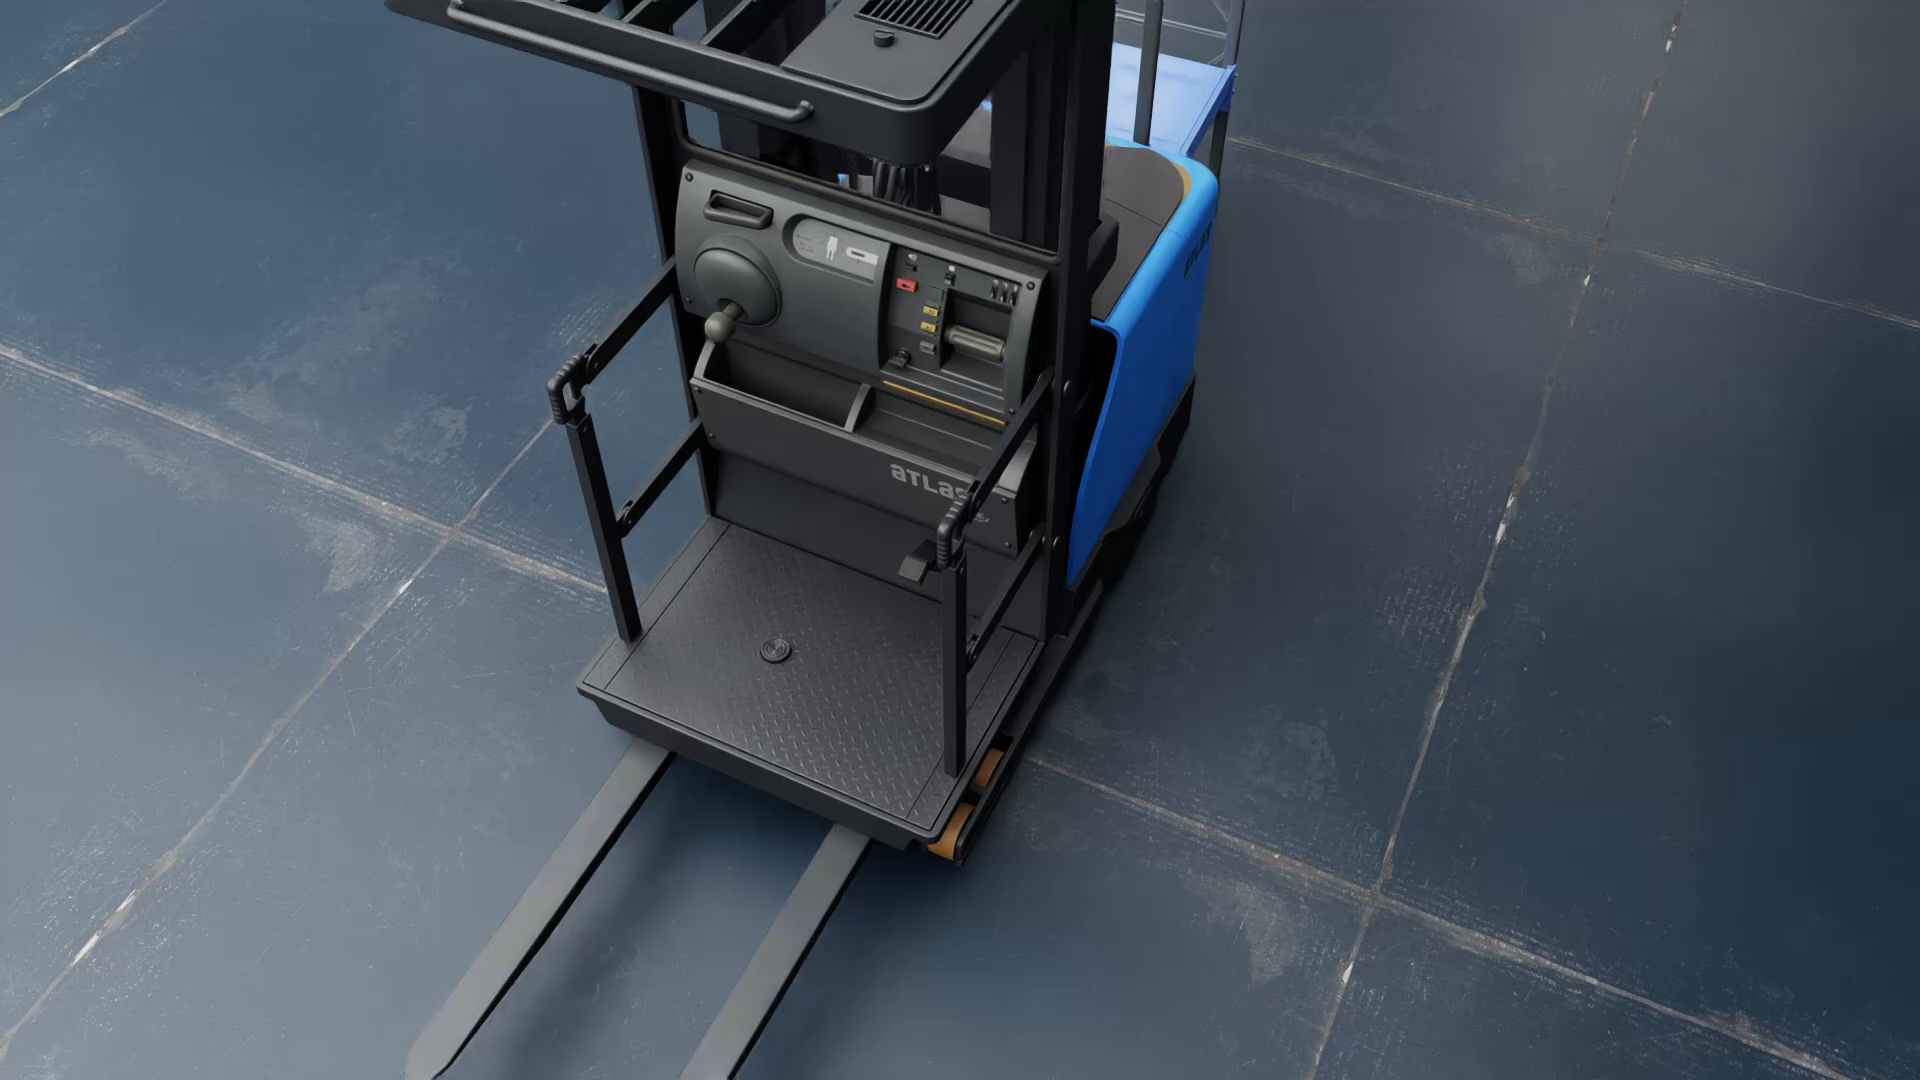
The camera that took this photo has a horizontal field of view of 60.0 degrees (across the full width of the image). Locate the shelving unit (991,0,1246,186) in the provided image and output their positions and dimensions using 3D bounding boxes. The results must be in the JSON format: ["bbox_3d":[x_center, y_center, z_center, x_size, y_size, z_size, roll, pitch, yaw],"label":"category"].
[{"bbox_3d":[0.530,-1.441,5.492,0.538,1.500,1.048,18,52,15],"label":"shelving unit"}]

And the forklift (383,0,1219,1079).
[{"bbox_3d":[-0.342,-0.476,3.731,1.130,2.935,3.031,20,53,16],"label":"forklift"}]

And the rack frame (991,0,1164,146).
[{"bbox_3d":[0.328,-1.086,5.189,0.500,1.500,0.032,18,52,15],"label":"rack frame"}]

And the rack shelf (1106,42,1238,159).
[{"bbox_3d":[0.530,-1.325,5.629,0.538,0.185,1.000,18,52,15],"label":"rack shelf"}]

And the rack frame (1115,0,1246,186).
[{"bbox_3d":[0.731,-1.797,5.794,0.500,1.500,0.032,18,52,15],"label":"rack frame"}]
